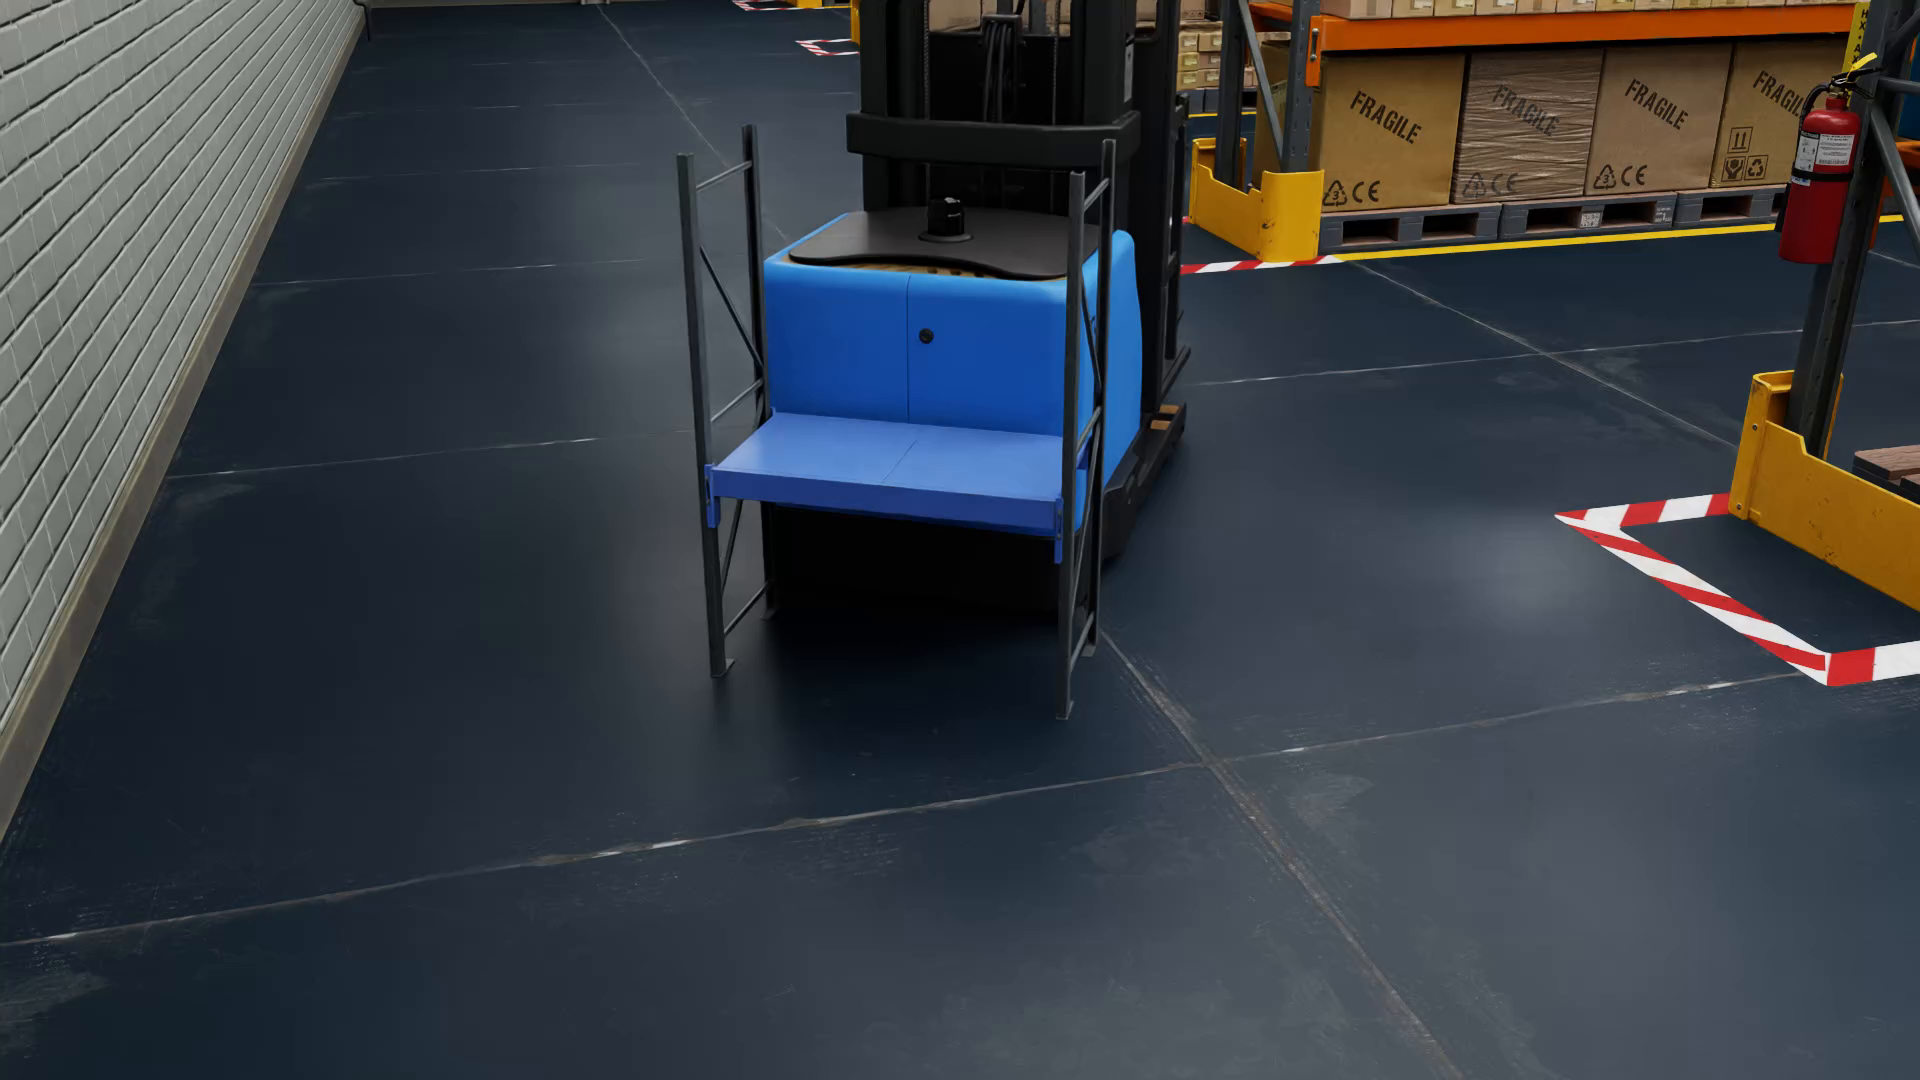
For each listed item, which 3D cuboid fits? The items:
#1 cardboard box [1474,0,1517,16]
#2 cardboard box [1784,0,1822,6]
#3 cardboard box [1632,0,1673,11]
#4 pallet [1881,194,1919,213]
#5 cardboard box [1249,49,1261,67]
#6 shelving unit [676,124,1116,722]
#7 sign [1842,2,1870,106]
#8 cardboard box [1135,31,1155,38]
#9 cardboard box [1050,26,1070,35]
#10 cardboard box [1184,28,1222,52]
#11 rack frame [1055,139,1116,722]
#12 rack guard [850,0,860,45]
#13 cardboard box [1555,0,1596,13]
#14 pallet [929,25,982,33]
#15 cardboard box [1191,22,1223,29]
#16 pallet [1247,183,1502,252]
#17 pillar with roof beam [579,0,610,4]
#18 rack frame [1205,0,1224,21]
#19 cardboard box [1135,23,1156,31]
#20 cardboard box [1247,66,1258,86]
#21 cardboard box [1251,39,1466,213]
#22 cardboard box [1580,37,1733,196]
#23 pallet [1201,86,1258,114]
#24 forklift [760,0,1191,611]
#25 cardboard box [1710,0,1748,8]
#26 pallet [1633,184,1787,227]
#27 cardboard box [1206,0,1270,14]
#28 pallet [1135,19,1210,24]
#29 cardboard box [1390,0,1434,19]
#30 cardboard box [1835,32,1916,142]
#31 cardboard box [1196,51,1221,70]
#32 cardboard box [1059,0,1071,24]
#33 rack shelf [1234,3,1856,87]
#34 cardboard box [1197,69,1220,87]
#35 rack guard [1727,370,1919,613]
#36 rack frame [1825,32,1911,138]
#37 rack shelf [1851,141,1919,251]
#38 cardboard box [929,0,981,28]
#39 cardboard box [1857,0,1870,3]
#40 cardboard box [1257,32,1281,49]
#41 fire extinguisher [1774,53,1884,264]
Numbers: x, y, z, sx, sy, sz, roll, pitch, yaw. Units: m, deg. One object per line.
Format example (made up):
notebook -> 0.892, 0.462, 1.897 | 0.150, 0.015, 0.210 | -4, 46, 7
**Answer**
cardboard box -> 2.932, -3.062, 9.401 | 0.250, 0.149, 0.380 | -7, 24, -15
cardboard box -> 4.908, -3.281, 9.910 | 0.250, 0.149, 0.380 | -7, 24, -15
cardboard box -> 3.920, -3.172, 9.656 | 0.250, 0.149, 0.380 | -6, 24, -14
pallet -> 6.331, -2.437, 11.162 | 1.213, 0.211, 1.003 | -6, 24, -14
cardboard box -> 2.598, -4.241, 14.535 | 0.250, 0.149, 0.380 | -5, 24, -12
shelving unit -> -0.153, -0.334, 4.626 | 1.048, 1.500, 0.538 | 6, 24, 13
sign -> 2.931, -1.583, 5.429 | 0.005, 0.325, 0.100 | -6, 24, -14
cardboard box -> 1.621, -4.212, 14.090 | 0.250, 0.149, 0.380 | -6, 24, -15
cardboard box -> 0.956, -4.384, 14.492 | 0.250, 0.149, 0.380 | -6, 24, -14
cardboard box -> 2.107, -4.296, 14.285 | 0.250, 0.149, 0.380 | -5, 24, -12
rack frame -> 0.340, -0.284, 4.510 | 0.032, 1.500, 0.500 | 6, 24, 13
rack guard -> -0.943, -5.793, 18.616 | 0.348, 0.500, 1.175 | -6, 24, -14
cardboard box -> 3.425, -3.117, 9.528 | 0.250, 0.149, 0.380 | -7, 24, -15
pallet -> -0.171, -5.777, 18.947 | 1.213, 0.211, 1.003 | -6, 24, -14
cardboard box -> 2.222, -4.504, 14.772 | 0.250, 0.149, 0.380 | -7, 24, -16
pallet -> 2.506, -2.015, 10.178 | 1.213, 0.211, 1.003 | -6, 24, -14
pillar with roof beam -> -3.941, -10.006, 17.656 | 0.400, 9.000, 9.100 | -6, 24, -14
rack frame -> 2.931, -7.370, 19.122 | 0.127, 3.000, 1.000 | -6, 24, -14
cardboard box -> 1.695, -4.469, 14.689 | 0.250, 0.149, 0.380 | -7, 24, -16
cardboard box -> 2.591, -4.062, 14.497 | 0.250, 0.149, 0.380 | -6, 24, -14
cardboard box -> 2.351, -2.497, 9.927 | 0.875, 0.875, 0.875 | -6, 24, -14
cardboard box -> 4.085, -2.688, 10.373 | 0.875, 0.875, 0.875 | -6, 24, -14
pallet -> 2.552, -4.004, 14.813 | 1.213, 0.211, 1.003 | -6, 24, -14
forklift -> 0.274, -1.684, 5.957 | 1.130, 2.935, 3.031 | 7, 24, 15
cardboard box -> 4.412, -3.226, 9.782 | 0.250, 0.149, 0.380 | -6, 24, -13
pallet -> 4.855, -2.275, 10.784 | 1.213, 0.211, 1.003 | -6, 24, -14
cardboard box -> 3.507, -6.683, 19.683 | 0.875, 0.875, 0.875 | -6, 24, -13
pallet -> 2.178, -6.037, 19.553 | 1.213, 0.211, 1.003 | -6, 24, -14
cardboard box -> 2.434, -3.007, 9.271 | 0.250, 0.149, 0.380 | -7, 24, -15
cardboard box -> 6.219, -2.900, 10.867 | 0.875, 0.875, 1.225 | -6, 24, -14
cardboard box -> 2.085, -4.171, 14.373 | 0.250, 0.149, 0.380 | -7, 24, -17
cardboard box -> 1.436, -6.264, 19.261 | 0.875, 0.438, 0.875 | -7, 24, -16
rack shelf -> 3.683, -3.064, 9.999 | 4.000, 0.370, 1.077 | -6, 24, -14
cardboard box -> 2.068, -4.030, 14.420 | 0.250, 0.149, 0.380 | -6, 24, -14
rack guard -> 3.075, -0.145, 5.454 | 0.348, 0.500, 1.175 | -6, 24, -14
rack frame -> 5.608, -3.608, 10.354 | 0.127, 3.000, 1.000 | -6, 24, -14
rack shelf -> 5.020, -1.184, 5.617 | 4.000, 0.370, 1.077 | -6, 24, -14
cardboard box -> -0.312, -6.068, 18.804 | 0.875, 0.438, 0.875 | -7, 24, -16
cardboard box -> 5.403, -3.335, 10.038 | 0.250, 0.149, 0.380 | -6, 24, -14
cardboard box -> 2.589, -4.369, 14.457 | 0.250, 0.149, 0.380 | -6, 24, -14
fire extinguisher -> 2.827, -1.251, 5.432 | 0.183, 0.674, 0.296 | -6, 24, -14
